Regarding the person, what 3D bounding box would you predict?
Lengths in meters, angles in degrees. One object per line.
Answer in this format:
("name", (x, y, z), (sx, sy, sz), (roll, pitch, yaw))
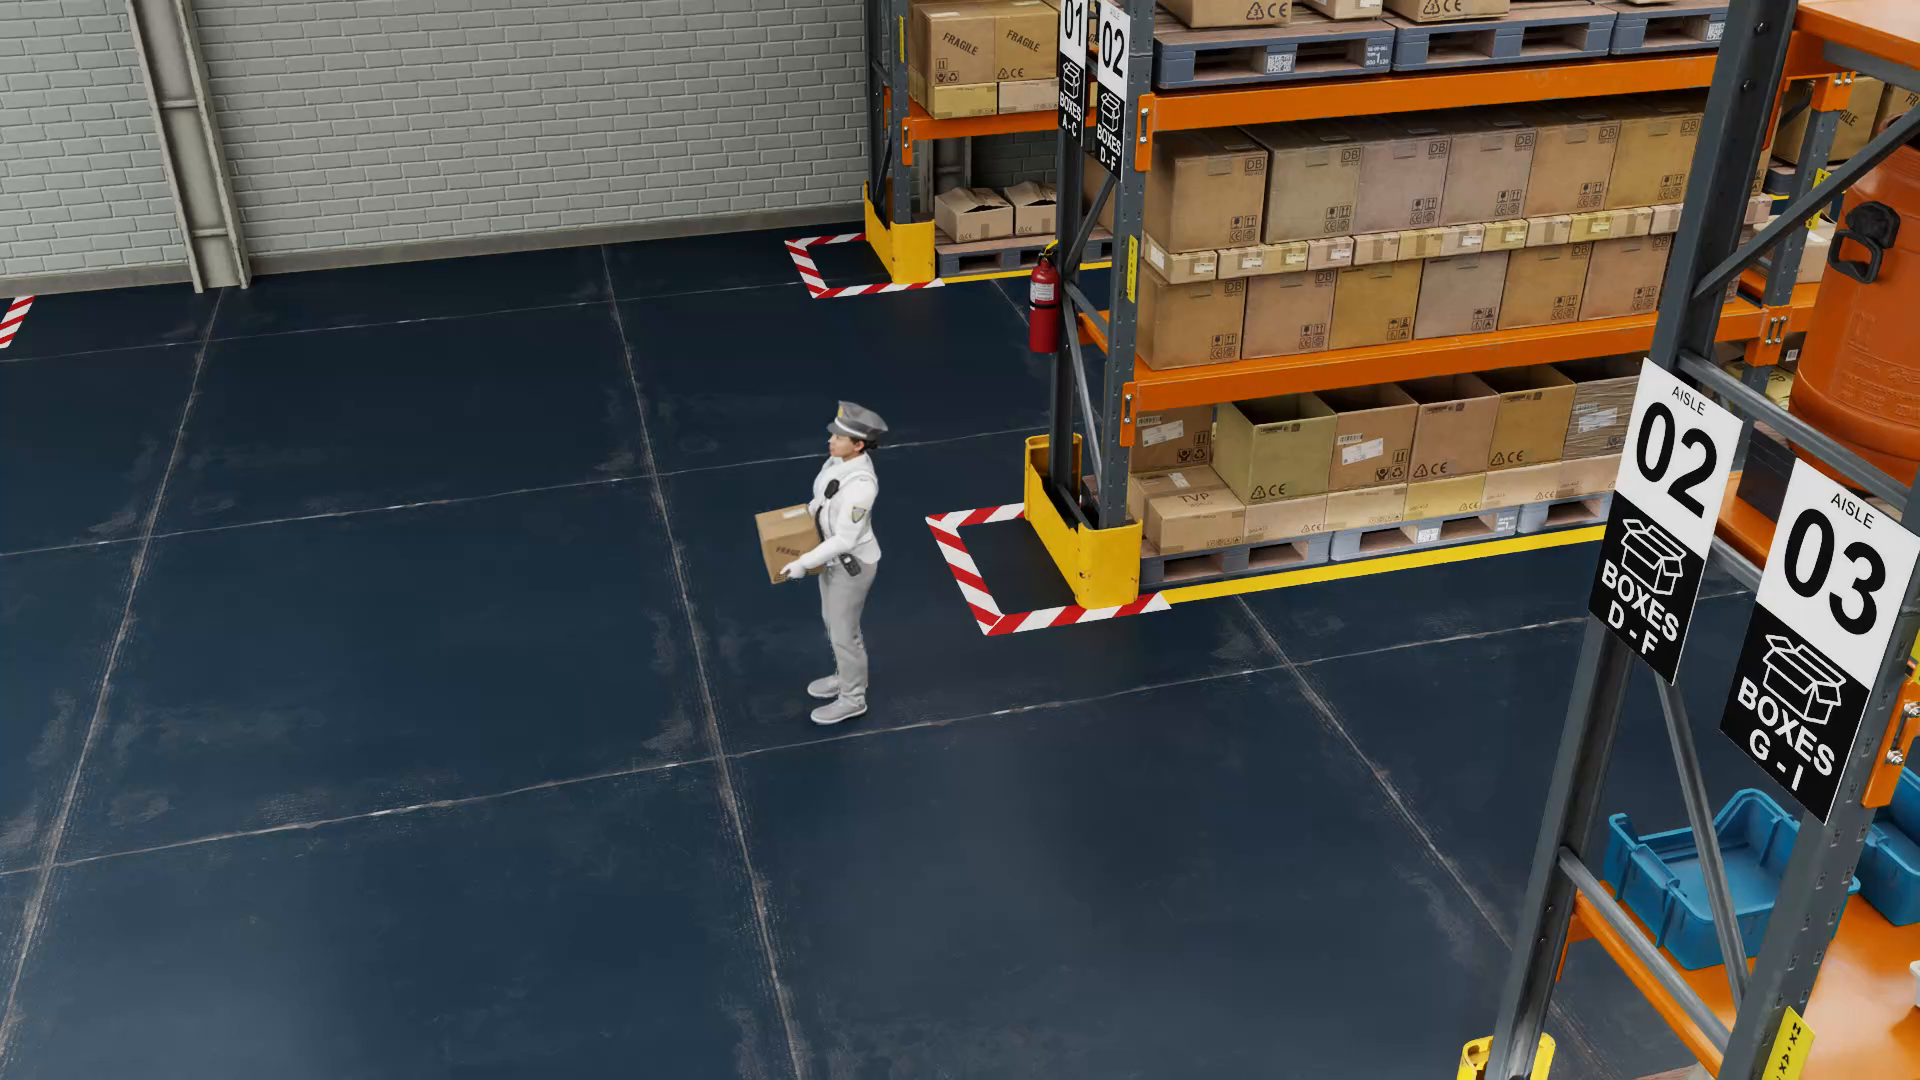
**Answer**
("person", (-0.611, 0.112, 8.007), (0.554, 1.695, 0.467), (-8, 31, -13))
